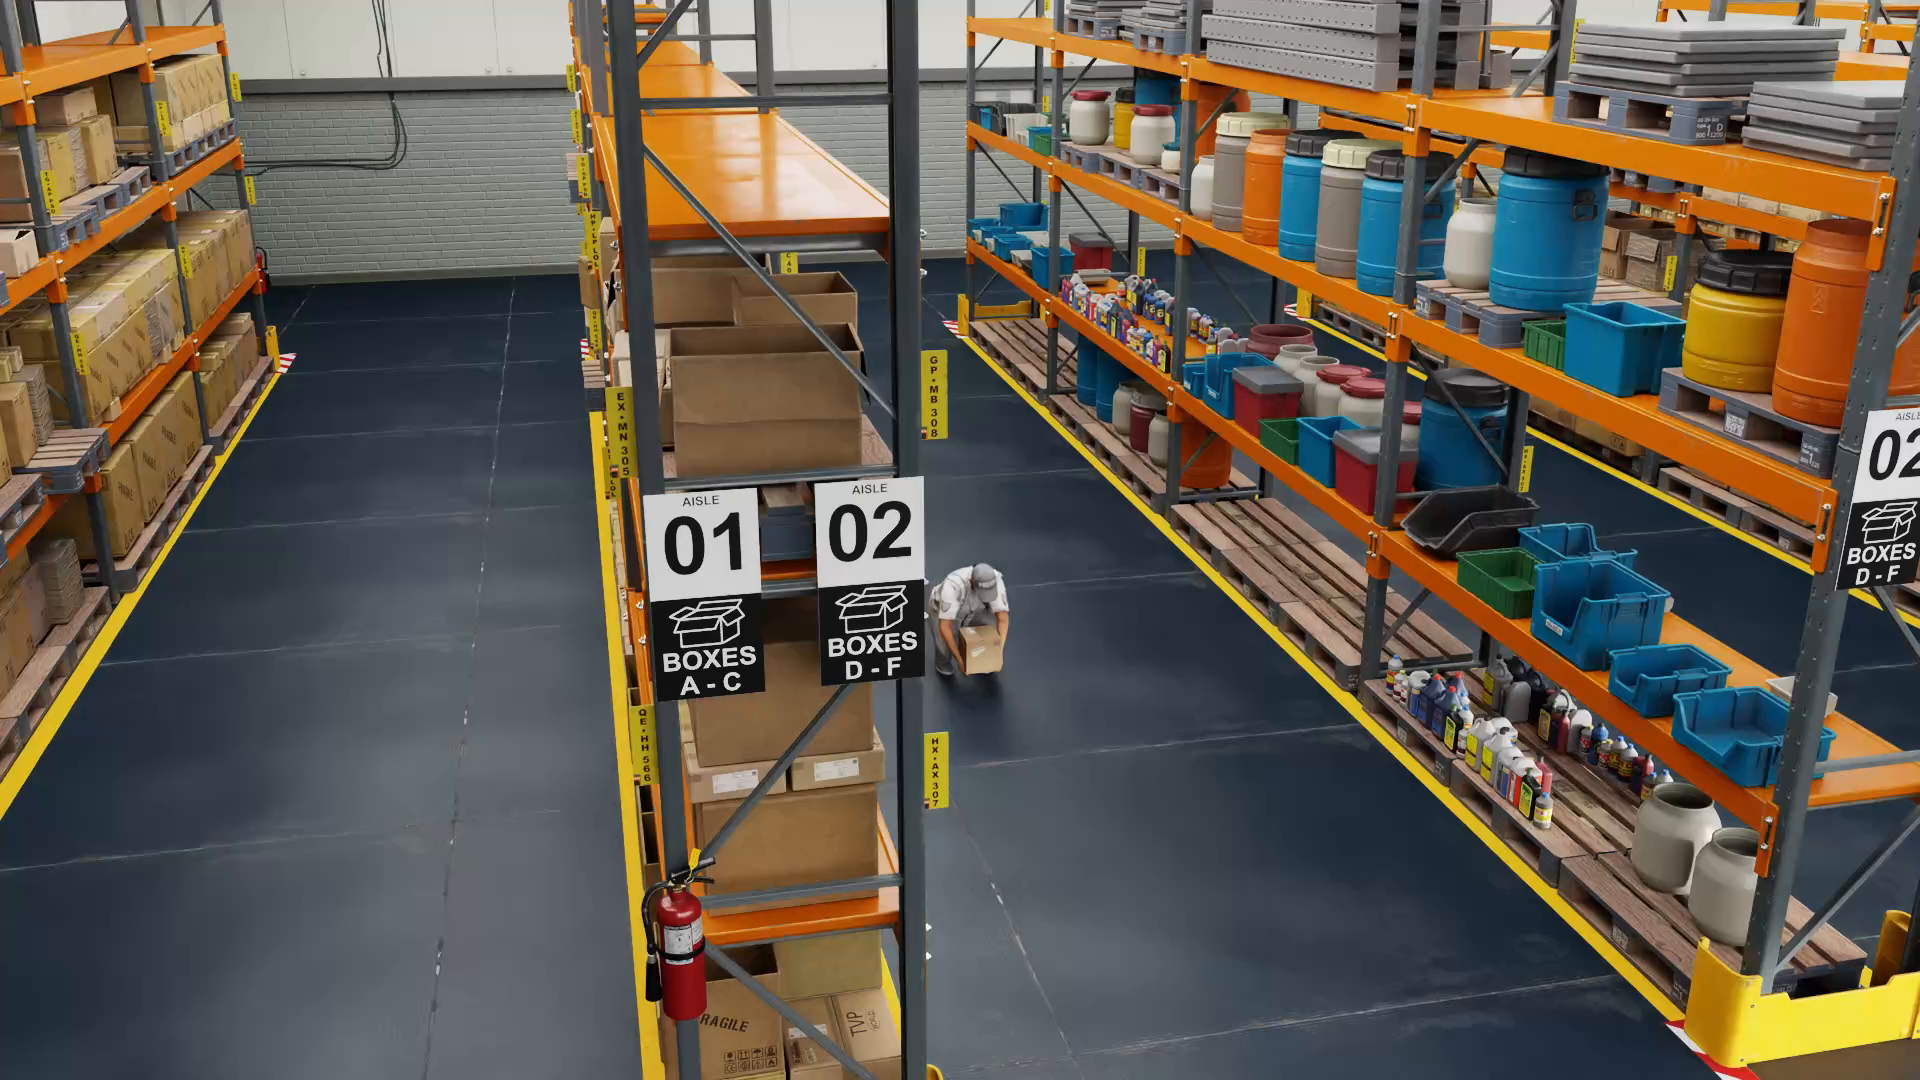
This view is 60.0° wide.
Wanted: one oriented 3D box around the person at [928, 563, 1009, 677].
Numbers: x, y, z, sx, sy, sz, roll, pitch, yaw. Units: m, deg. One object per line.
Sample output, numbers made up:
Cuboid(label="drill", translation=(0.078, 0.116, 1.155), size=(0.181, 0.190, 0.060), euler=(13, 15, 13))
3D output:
Cuboid(label="person", translation=(0.055, 0.531, 11.965), size=(0.528, 0.934, 0.845), euler=(-5, 20, -12))
